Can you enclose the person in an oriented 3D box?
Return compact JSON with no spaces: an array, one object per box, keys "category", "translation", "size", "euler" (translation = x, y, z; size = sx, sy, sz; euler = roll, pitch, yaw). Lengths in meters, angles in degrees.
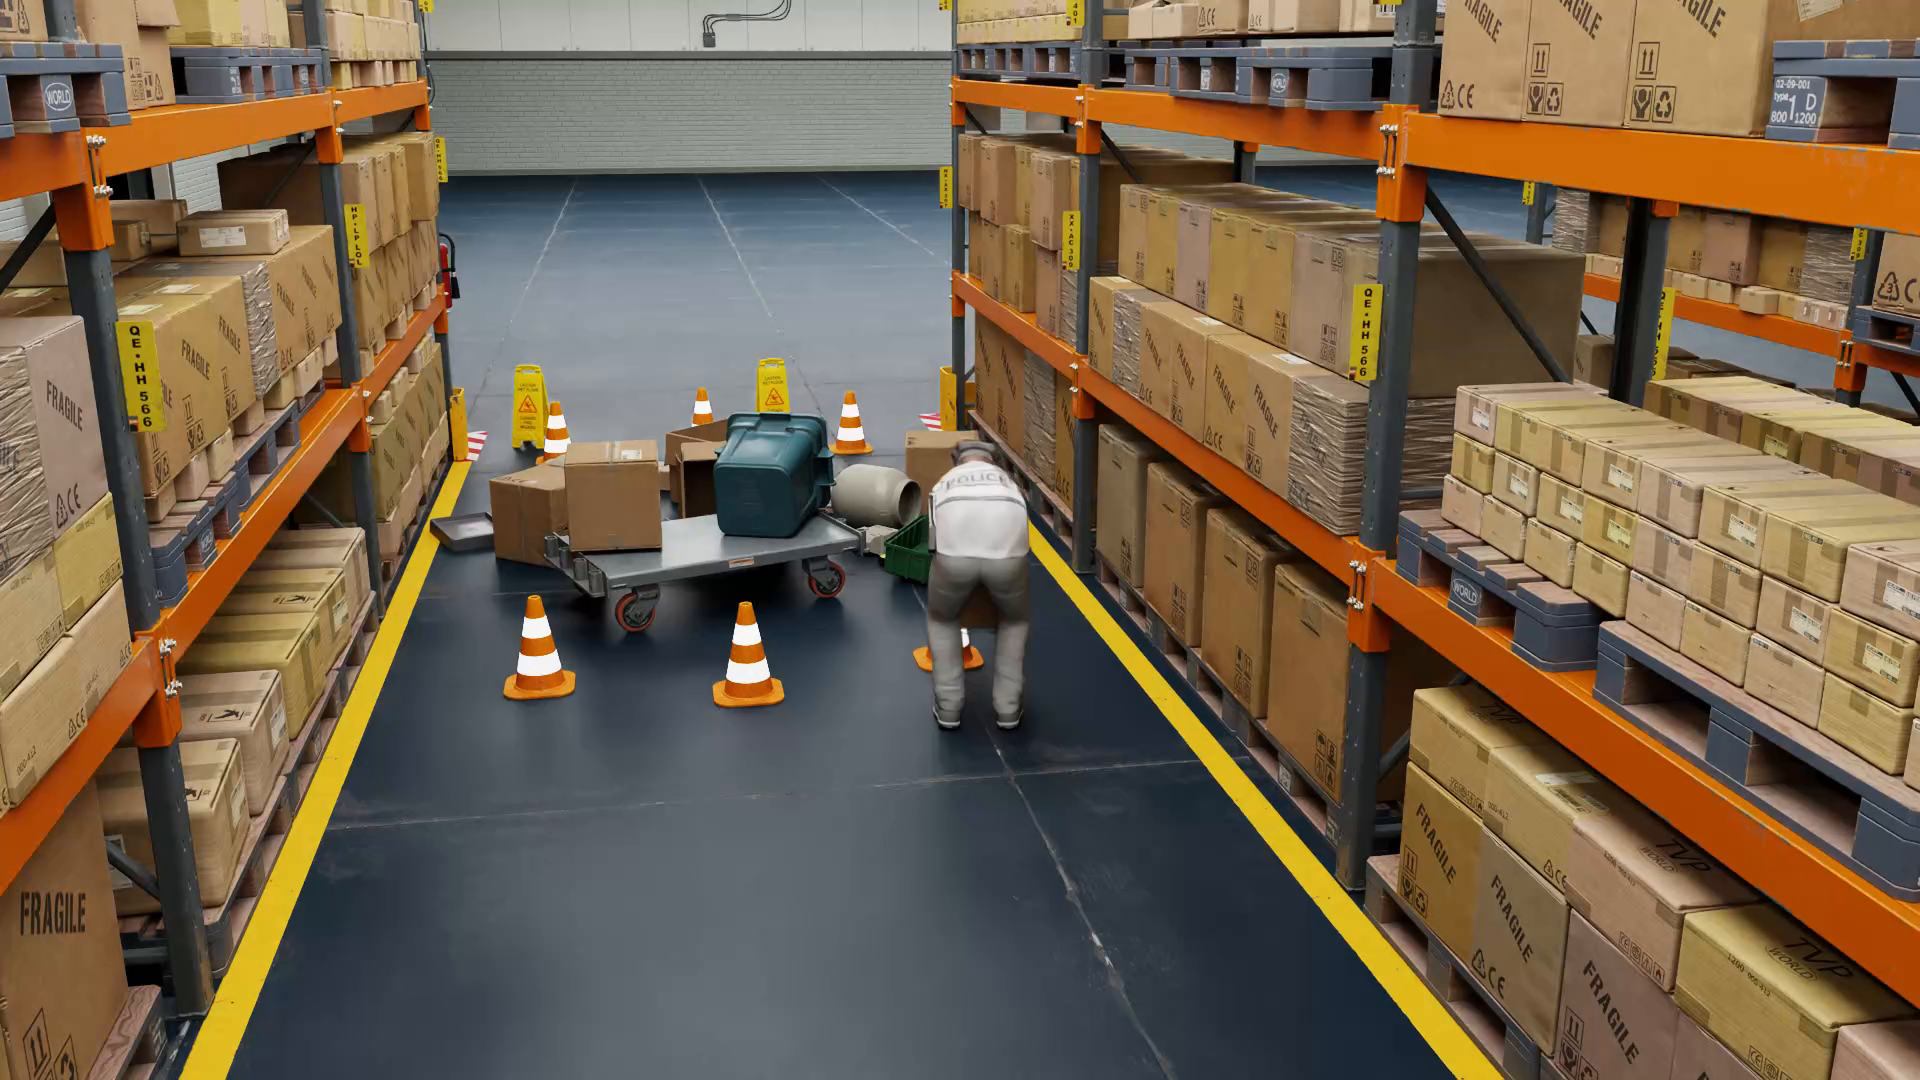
[{"category":"person","translation":[0.087,0.199,7.844],"size":[0.490,1.196,1.038],"euler":[0,16,0]}]
